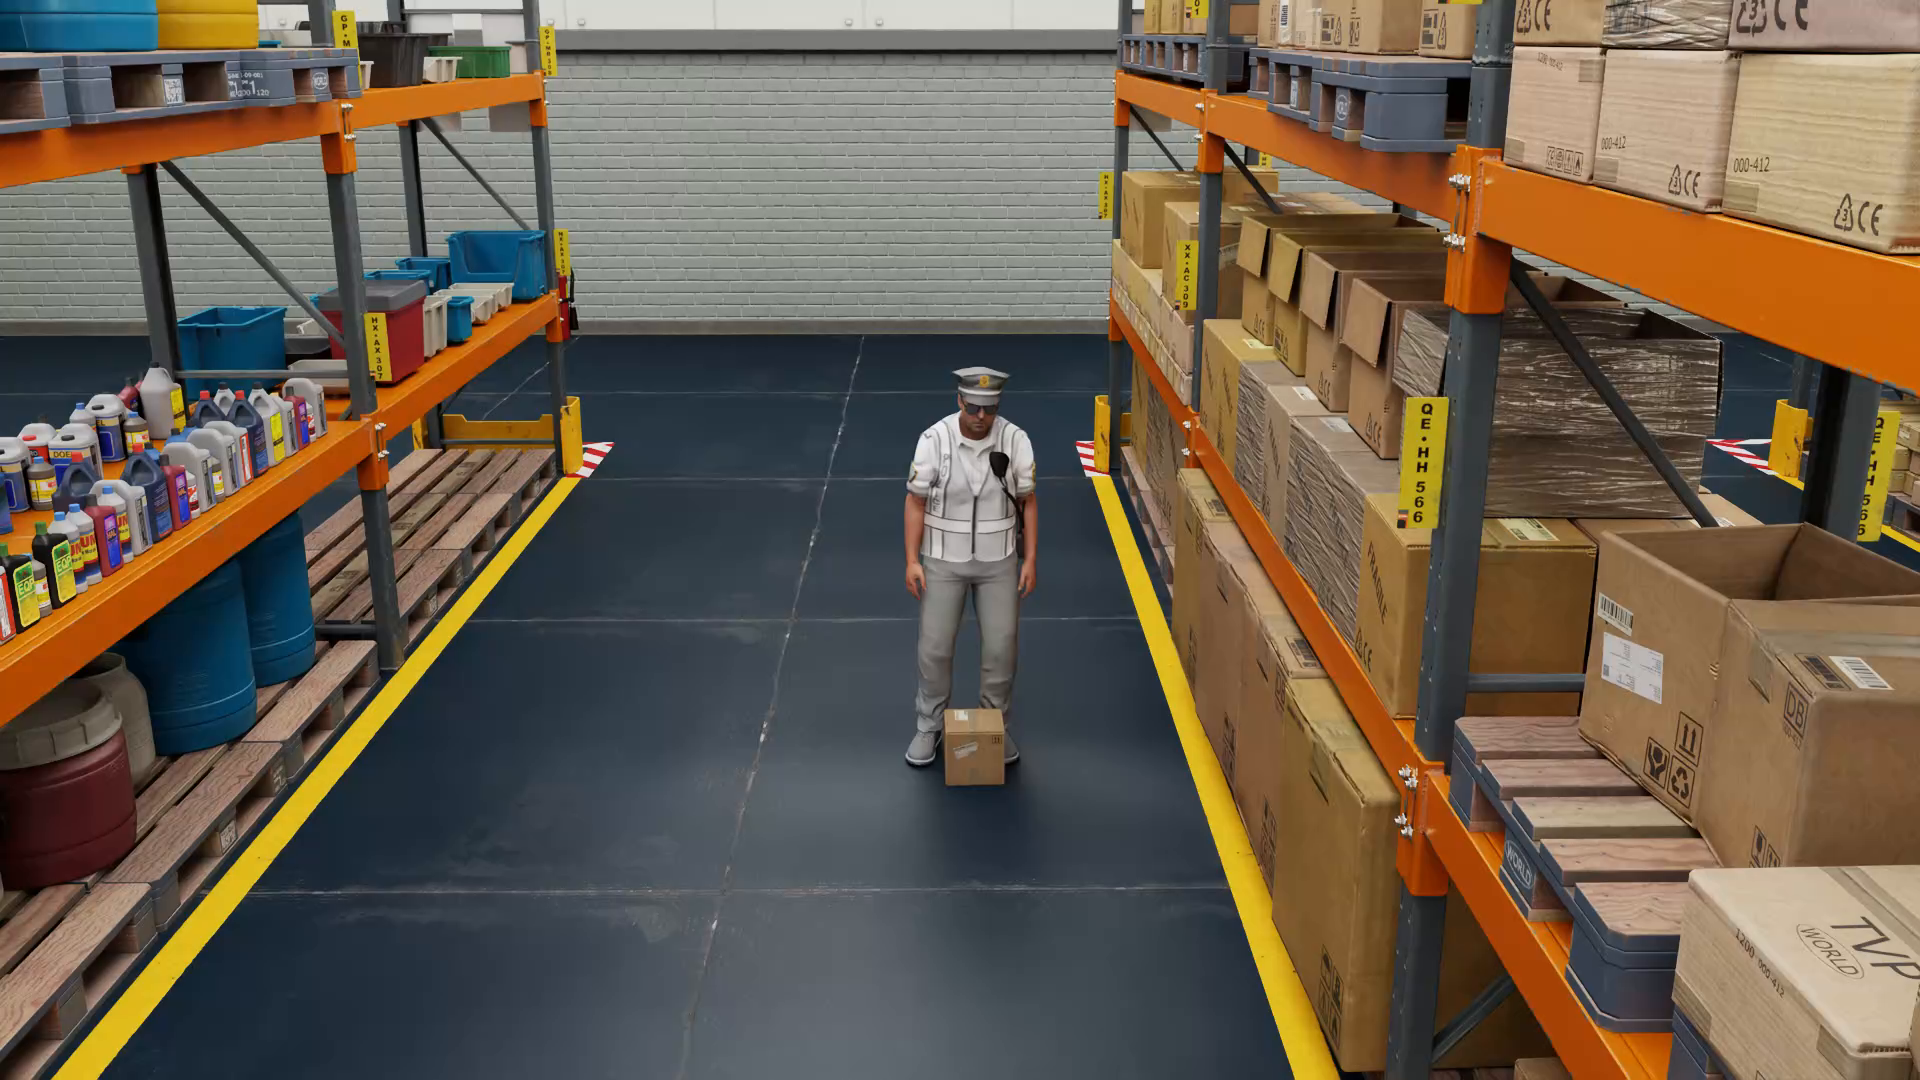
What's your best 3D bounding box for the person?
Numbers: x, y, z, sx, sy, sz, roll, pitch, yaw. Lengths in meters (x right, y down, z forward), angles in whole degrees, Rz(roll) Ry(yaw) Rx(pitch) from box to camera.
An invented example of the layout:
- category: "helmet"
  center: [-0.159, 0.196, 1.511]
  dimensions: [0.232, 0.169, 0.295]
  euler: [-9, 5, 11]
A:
- category: "person"
  center: [0.047, 0.096, 7.221]
  dimensions: [0.592, 1.746, 0.443]
  euler: [-1, 17, -4]
